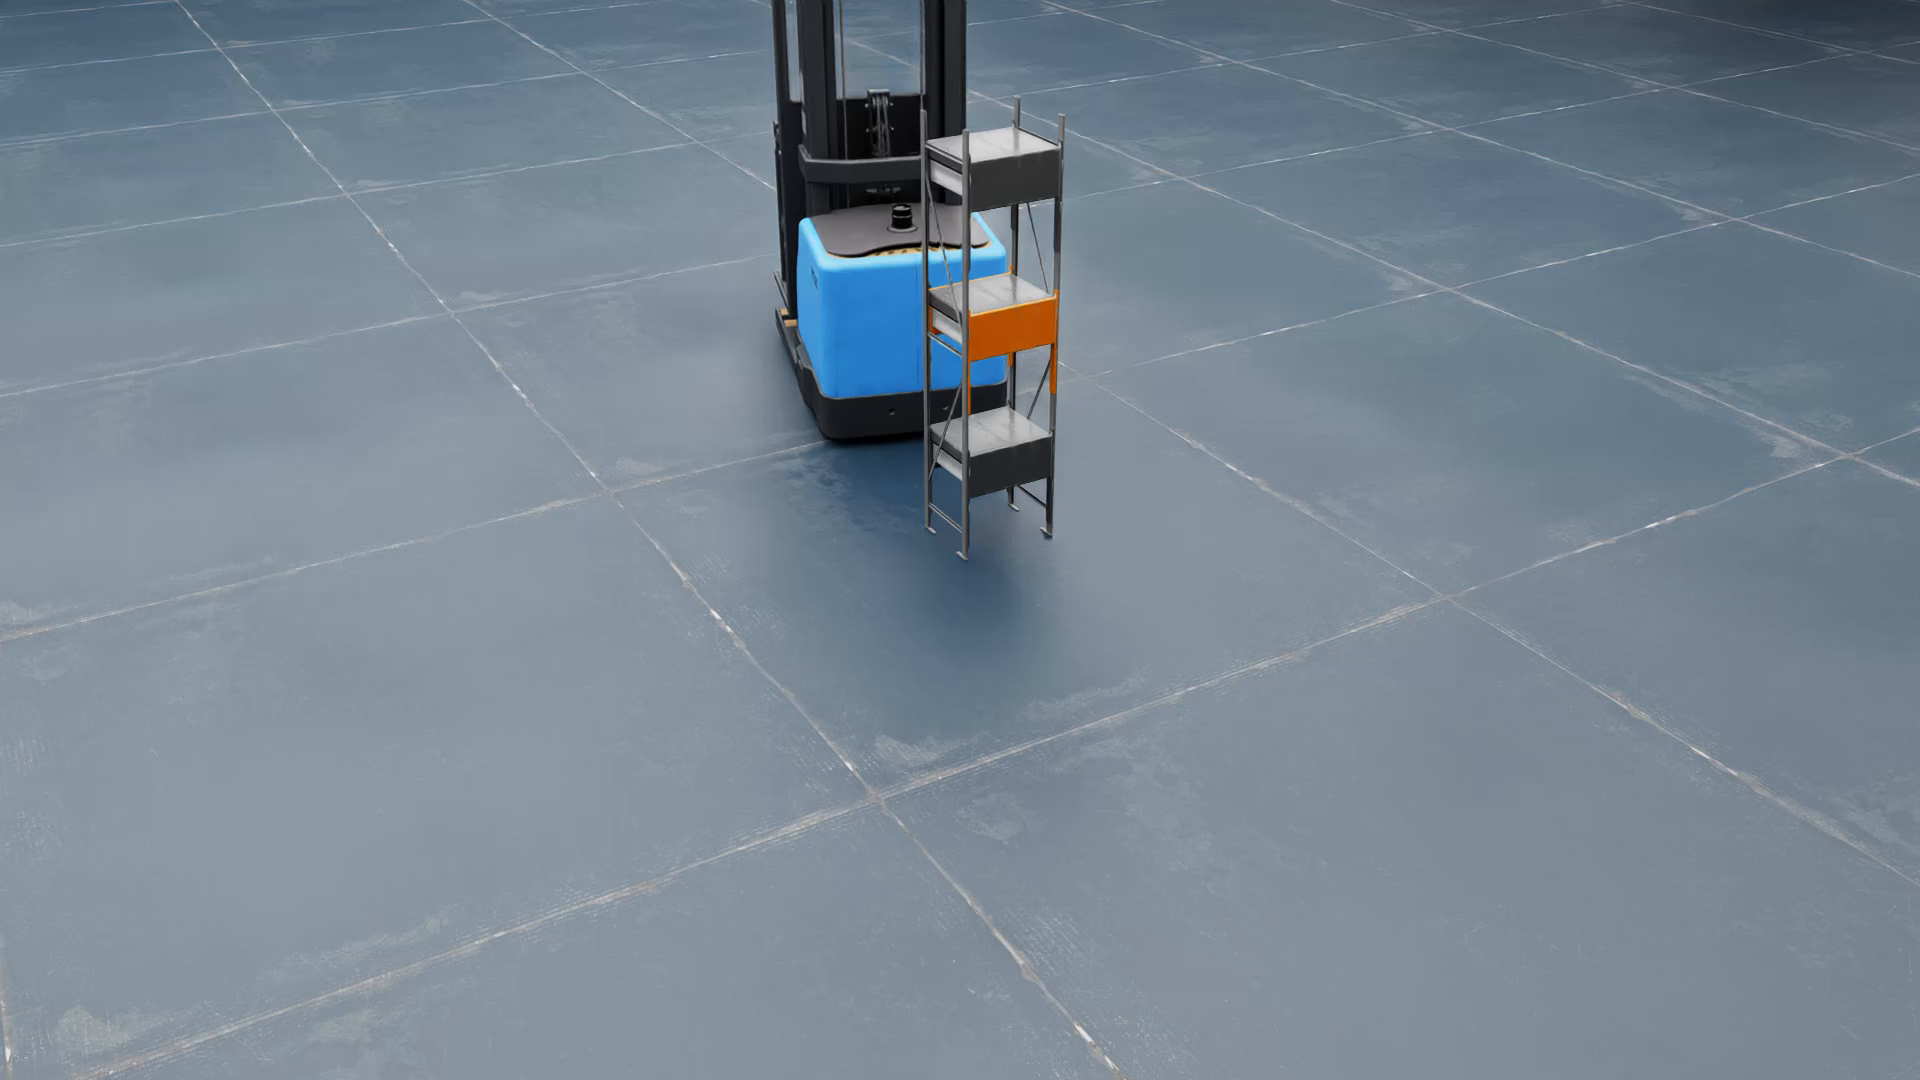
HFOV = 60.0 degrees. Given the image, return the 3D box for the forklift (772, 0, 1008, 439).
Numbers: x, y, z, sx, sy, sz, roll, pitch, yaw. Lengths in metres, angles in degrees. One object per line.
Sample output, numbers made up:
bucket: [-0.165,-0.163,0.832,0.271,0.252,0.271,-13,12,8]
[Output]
forklift: [-0.560,-2.533,9.807,1.130,2.935,3.031,-6,30,-11]

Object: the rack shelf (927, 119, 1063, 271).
rack shelf: [0.143,-1.561,7.484,0.480,0.518,0.431,-16,33,-26]

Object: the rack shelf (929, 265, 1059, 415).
rack shelf: [0.143,-0.948,7.823,0.480,0.518,0.431,-16,33,-26]

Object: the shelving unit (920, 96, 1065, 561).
shelving unit: [0.143,-0.960,7.816,0.503,2.100,0.431,-16,33,-26]

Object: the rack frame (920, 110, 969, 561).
rack frame: [-0.068,-0.900,7.708,0.015,2.100,0.400,-16,33,-26]

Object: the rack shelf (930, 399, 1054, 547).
rack shelf: [0.143,-0.335,8.161,0.480,0.518,0.431,-16,33,-26]

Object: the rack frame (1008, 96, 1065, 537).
rack frame: [0.353,-1.020,7.924,0.015,2.100,0.400,-16,33,-26]
